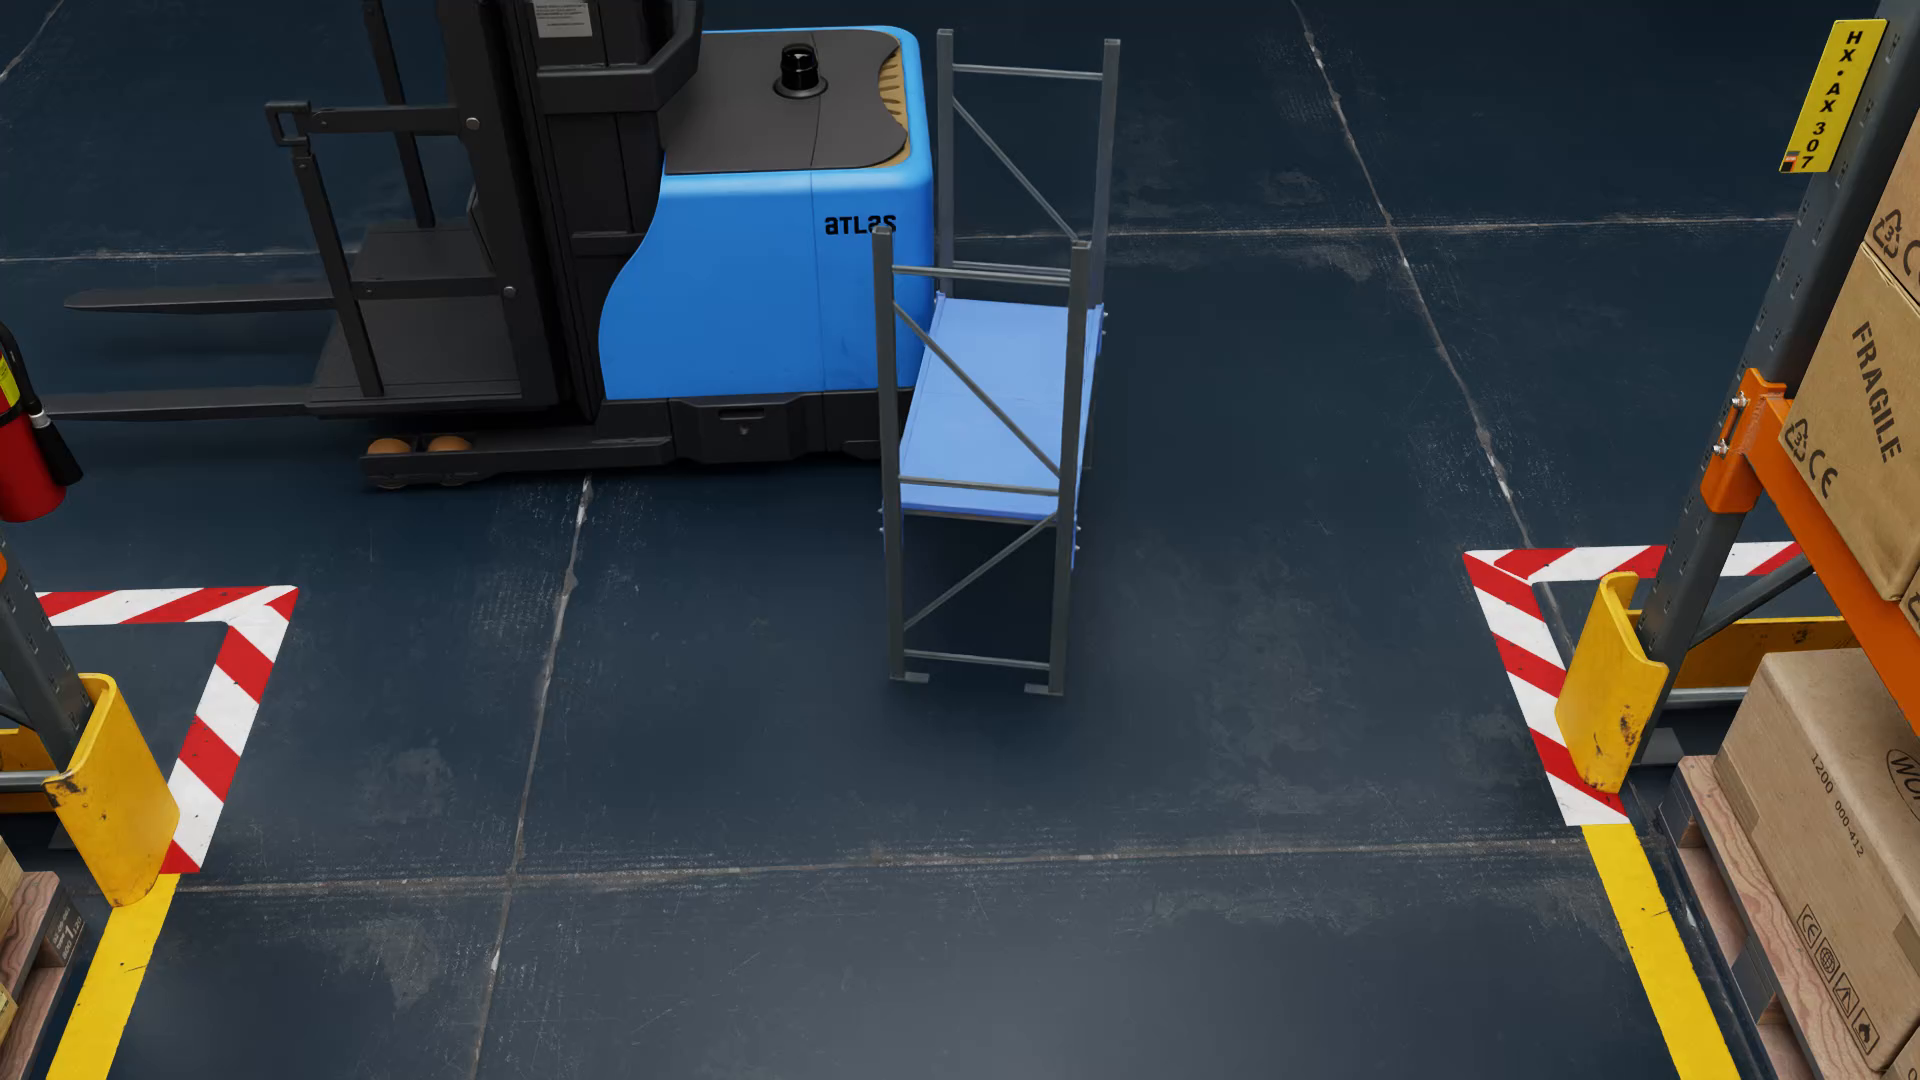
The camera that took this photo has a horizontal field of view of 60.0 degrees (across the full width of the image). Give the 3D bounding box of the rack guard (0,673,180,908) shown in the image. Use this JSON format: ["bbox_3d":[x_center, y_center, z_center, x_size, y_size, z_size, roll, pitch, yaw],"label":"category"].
[{"bbox_3d":[-2.664,0.648,4.173,1.175,0.500,0.348,-2,43,-2],"label":"rack guard"}]

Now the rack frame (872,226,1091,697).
[{"bbox_3d":[0.048,-0.136,4.288,0.500,1.500,0.032,5,43,6],"label":"rack frame"}]

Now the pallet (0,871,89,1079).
[{"bbox_3d":[-2.665,1.304,3.671,1.003,0.211,1.213,-2,43,-2],"label":"pallet"}]

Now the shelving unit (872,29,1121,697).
[{"bbox_3d":[0.117,-0.476,4.660,0.538,1.500,1.048,5,43,6],"label":"shelving unit"}]

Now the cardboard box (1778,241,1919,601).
[{"bbox_3d":[2.008,-0.239,3.217,0.500,0.500,0.500,-2,43,-2],"label":"cardboard box"}]

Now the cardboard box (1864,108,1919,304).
[{"bbox_3d":[2.010,-0.608,2.879,0.500,0.500,0.500,-3,43,-3],"label":"cardboard box"}]

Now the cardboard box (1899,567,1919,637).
[{"bbox_3d":[2.057,0.101,2.846,0.500,0.500,0.500,-2,43,-2],"label":"cardboard box"}]

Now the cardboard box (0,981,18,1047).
[{"bbox_3d":[-2.324,1.092,3.638,0.380,0.149,0.250,0,43,0],"label":"cardboard box"}]

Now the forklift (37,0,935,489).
[{"bbox_3d":[-1.607,-1.619,4.847,3.031,2.935,1.130,-3,43,-3],"label":"forklift"}]

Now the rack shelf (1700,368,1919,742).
[{"bbox_3d":[2.359,1.081,2.384,1.077,0.370,4.000,-2,43,-2],"label":"rack shelf"}]

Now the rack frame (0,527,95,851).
[{"bbox_3d":[-2.667,-0.325,3.384,1.000,3.000,0.127,-2,43,-2],"label":"rack frame"}]

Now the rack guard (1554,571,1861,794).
[{"bbox_3d":[2.273,0.370,4.476,1.175,0.500,0.348,-2,43,-2],"label":"rack guard"}]

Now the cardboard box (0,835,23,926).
[{"bbox_3d":[-2.360,0.810,3.725,0.380,0.149,0.250,-3,43,-3],"label":"cardboard box"}]

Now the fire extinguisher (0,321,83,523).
[{"bbox_3d":[-2.217,-0.342,3.736,0.296,0.674,0.183,-2,43,-2],"label":"fire extinguisher"}]

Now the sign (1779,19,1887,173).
[{"bbox_3d":[1.719,-0.871,3.281,0.100,0.325,0.005,-2,43,-2],"label":"sign"}]

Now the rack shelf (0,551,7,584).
[{"bbox_3d":[-2.582,1.291,2.154,1.077,0.370,4.000,-2,43,-2],"label":"rack shelf"}]

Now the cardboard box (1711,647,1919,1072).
[{"bbox_3d":[2.402,0.698,3.854,0.875,0.438,0.875,-3,43,-3],"label":"cardboard box"}]

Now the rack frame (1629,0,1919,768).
[{"bbox_3d":[2.274,-0.535,3.614,1.000,3.000,0.127,-2,43,-2],"label":"rack frame"}]

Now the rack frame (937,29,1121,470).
[{"bbox_3d":[0.186,-0.817,5.031,0.500,1.500,0.032,5,43,6],"label":"rack frame"}]

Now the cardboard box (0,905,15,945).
[{"bbox_3d":[-2.436,0.921,3.824,0.380,0.149,0.250,-1,43,-1],"label":"cardboard box"}]

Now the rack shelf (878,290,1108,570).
[{"bbox_3d":[0.117,-0.344,4.781,0.538,0.185,1.000,5,43,6],"label":"rack shelf"}]

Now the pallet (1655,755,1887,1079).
[{"bbox_3d":[2.386,1.031,3.969,1.003,0.211,1.213,-2,43,-2],"label":"pallet"}]
